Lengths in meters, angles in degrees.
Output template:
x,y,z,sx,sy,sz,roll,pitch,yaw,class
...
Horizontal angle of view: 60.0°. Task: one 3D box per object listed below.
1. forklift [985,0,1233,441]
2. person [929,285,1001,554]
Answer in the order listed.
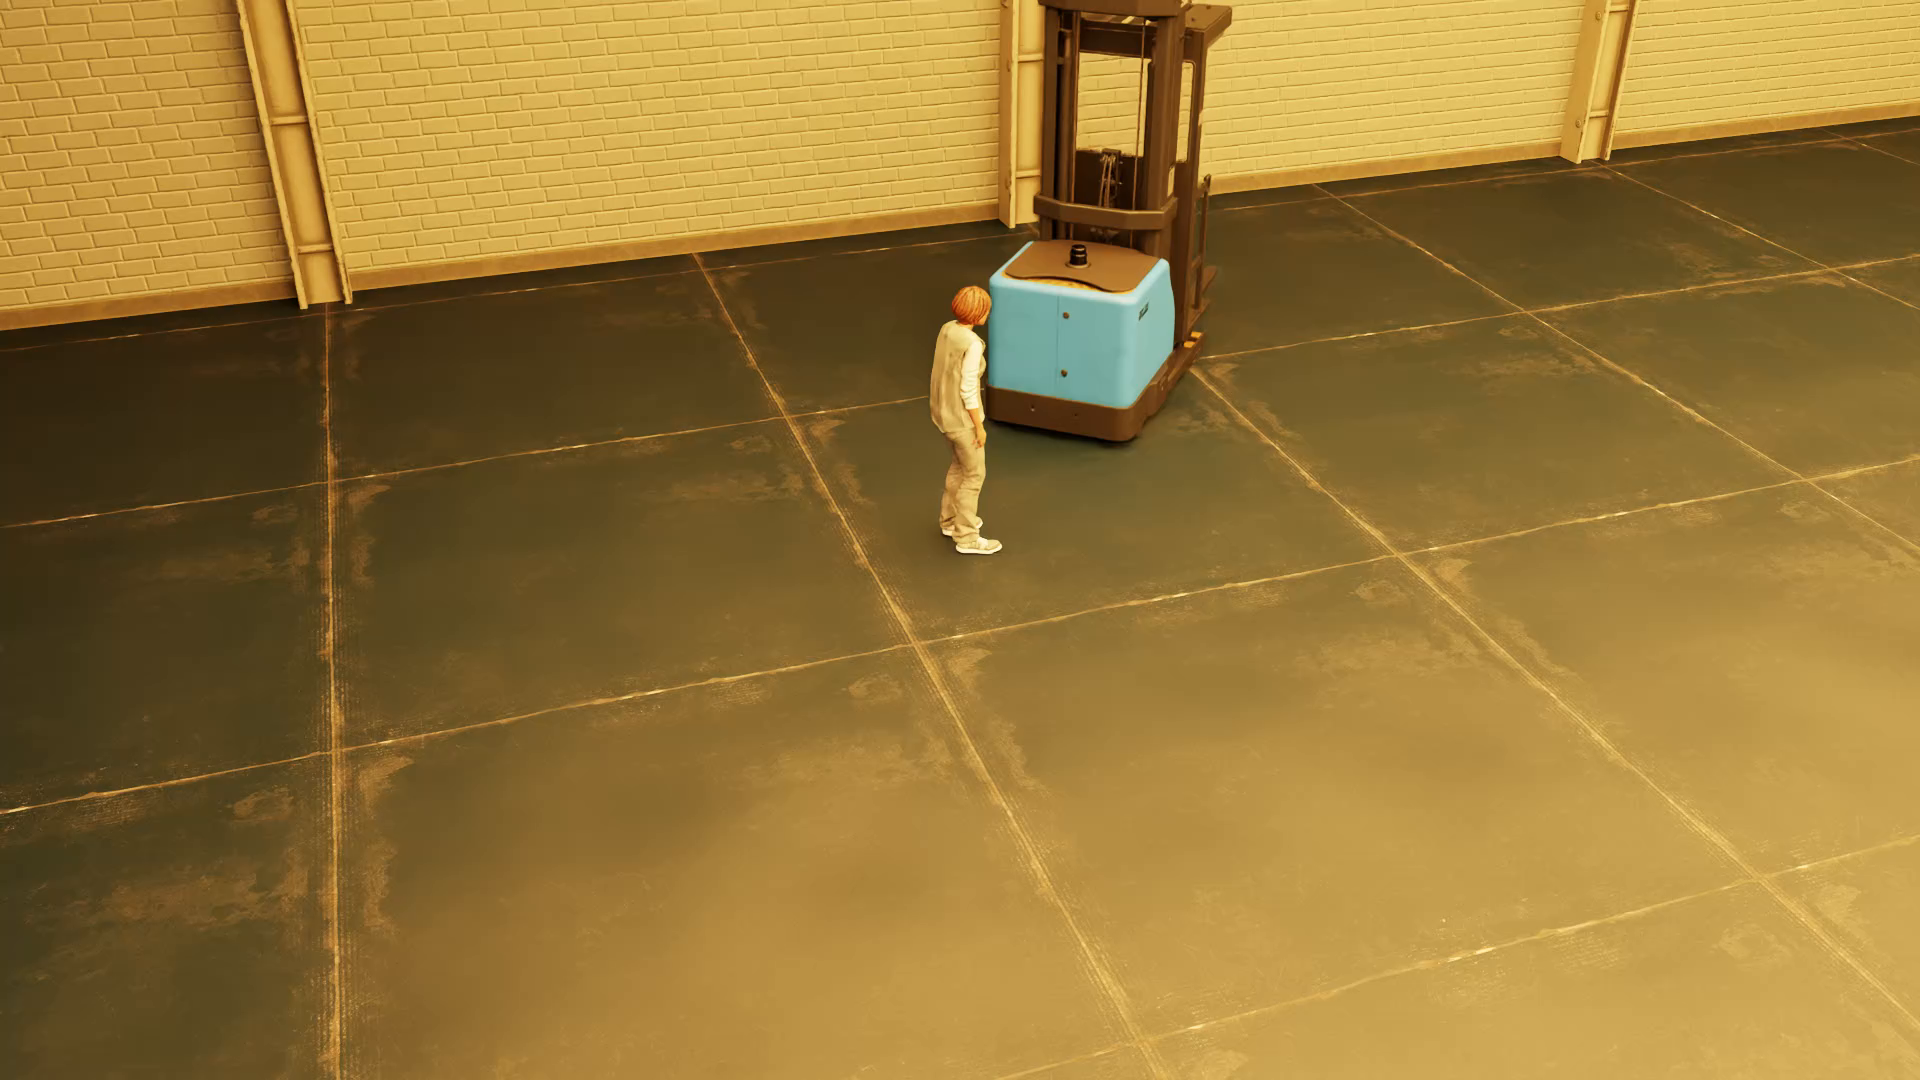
x,y,z,sx,sy,sz,roll,pitch,yaw,class
1.198,-2.643,11.681,1.130,2.935,3.031,11,32,19,forklift
0.017,-0.698,9.644,0.345,1.592,0.481,-11,32,-19,person
